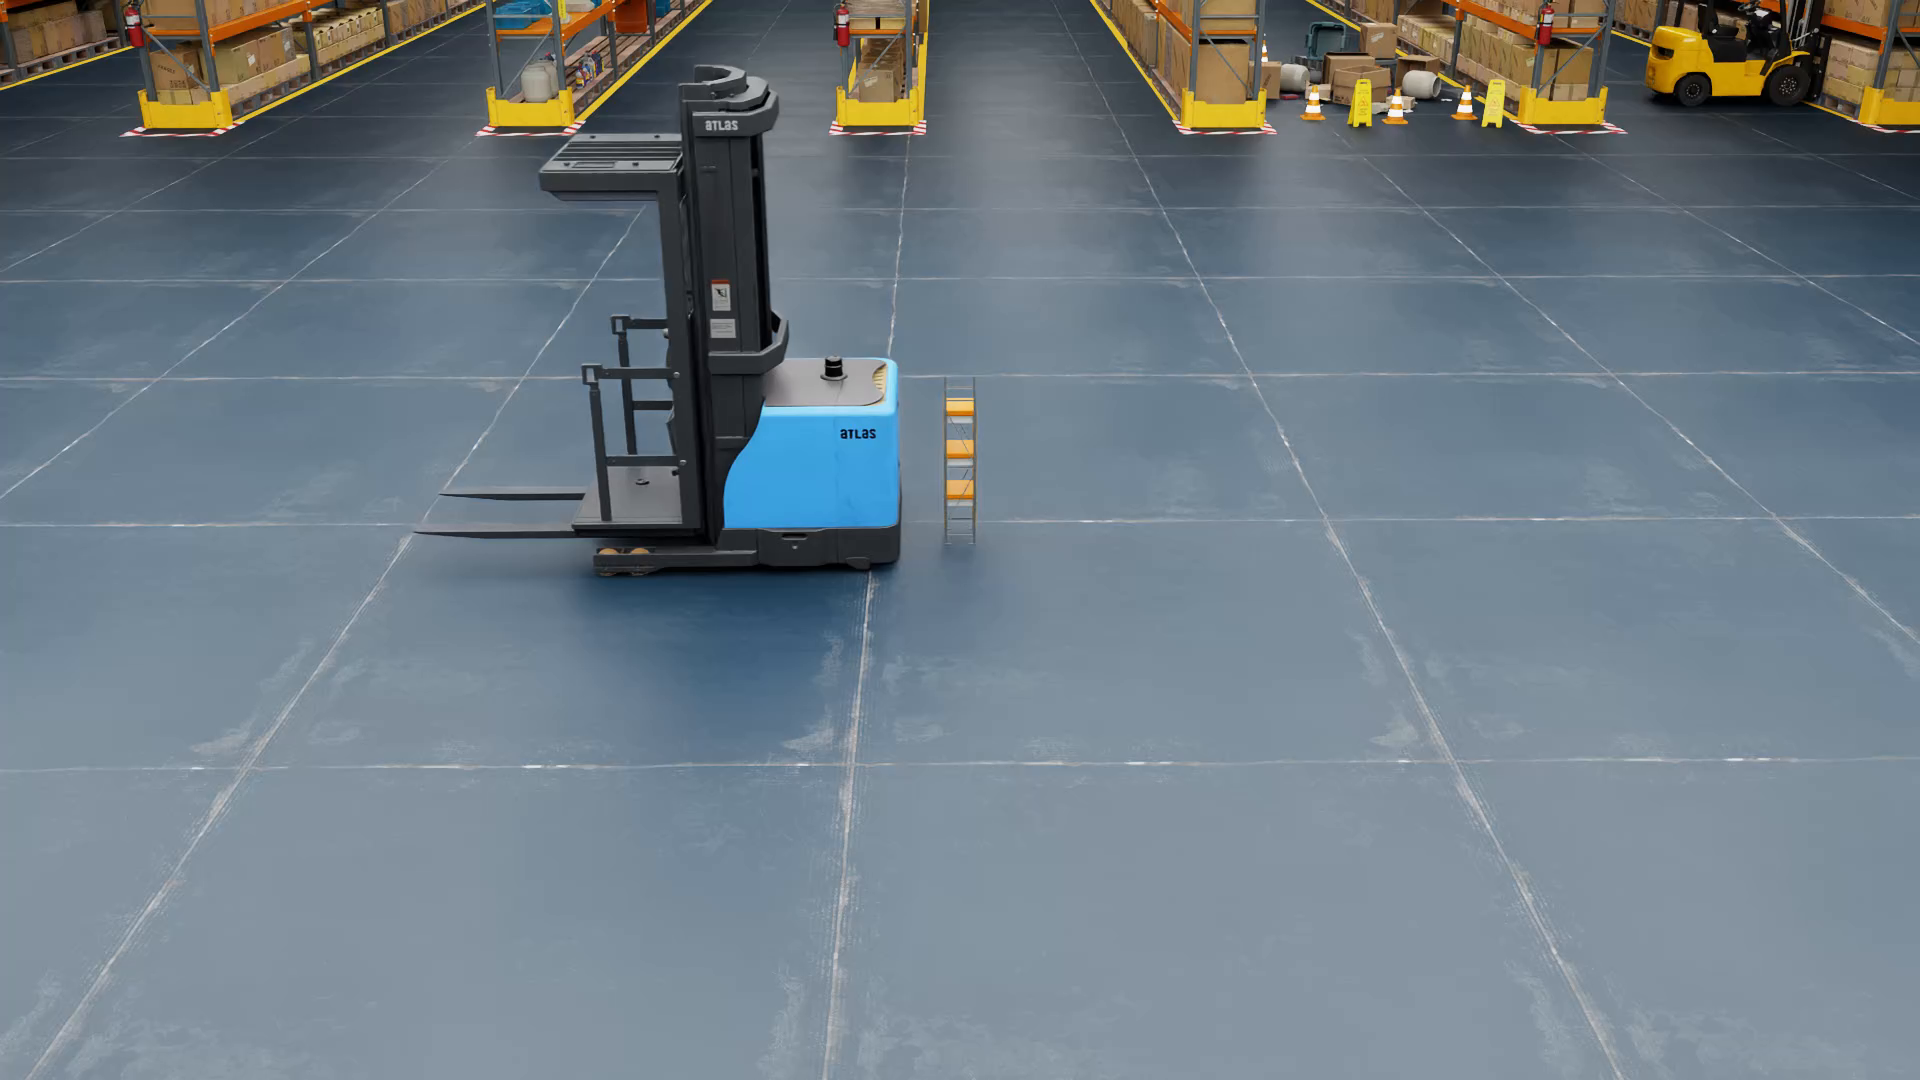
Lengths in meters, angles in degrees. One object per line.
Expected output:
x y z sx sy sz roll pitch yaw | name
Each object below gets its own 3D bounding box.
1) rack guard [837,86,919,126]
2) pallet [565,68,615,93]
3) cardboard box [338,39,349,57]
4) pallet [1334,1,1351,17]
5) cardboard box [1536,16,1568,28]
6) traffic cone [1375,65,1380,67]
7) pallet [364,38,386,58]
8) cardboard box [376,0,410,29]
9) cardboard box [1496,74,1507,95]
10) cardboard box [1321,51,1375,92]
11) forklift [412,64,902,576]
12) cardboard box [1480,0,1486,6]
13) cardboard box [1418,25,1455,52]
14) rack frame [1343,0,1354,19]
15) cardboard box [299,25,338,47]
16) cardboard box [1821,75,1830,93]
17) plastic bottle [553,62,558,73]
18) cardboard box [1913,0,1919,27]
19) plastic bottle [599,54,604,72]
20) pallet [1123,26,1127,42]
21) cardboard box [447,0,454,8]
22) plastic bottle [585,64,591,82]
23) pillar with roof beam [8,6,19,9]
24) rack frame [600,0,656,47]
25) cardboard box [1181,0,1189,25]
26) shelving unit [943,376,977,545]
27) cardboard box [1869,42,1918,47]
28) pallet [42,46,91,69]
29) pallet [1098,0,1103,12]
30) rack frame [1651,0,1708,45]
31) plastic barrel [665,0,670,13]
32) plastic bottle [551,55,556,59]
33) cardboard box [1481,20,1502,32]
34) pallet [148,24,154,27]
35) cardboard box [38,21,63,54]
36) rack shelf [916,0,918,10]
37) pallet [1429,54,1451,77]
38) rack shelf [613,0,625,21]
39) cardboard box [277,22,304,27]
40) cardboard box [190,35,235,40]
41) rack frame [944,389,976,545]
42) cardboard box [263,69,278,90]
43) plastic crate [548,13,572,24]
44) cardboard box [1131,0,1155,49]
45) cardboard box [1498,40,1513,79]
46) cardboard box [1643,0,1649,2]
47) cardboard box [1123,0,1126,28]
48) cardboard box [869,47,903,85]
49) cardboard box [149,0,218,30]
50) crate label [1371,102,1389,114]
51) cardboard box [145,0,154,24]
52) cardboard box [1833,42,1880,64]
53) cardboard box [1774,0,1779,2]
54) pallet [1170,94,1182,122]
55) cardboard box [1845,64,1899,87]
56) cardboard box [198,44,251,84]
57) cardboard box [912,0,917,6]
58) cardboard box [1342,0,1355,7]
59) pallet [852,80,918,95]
-1.182 -6.268 24.002 1.175 0.500 0.348 0 24 -1 | rack guard
-6.212 -7.454 26.975 1.003 0.211 1.213 0 24 -1 | pallet
-10.900 -8.511 28.755 0.500 0.250 0.500 -1 24 -2 | cardboard box
8.667 -11.408 35.717 1.003 0.211 1.213 0 24 -1 | pallet
8.510 -7.459 23.907 0.380 0.149 0.250 1 24 1 | cardboard box
7.271 -8.417 28.799 0.336 0.463 0.334 0 24 -1 | traffic cone
-11.204 -9.019 30.436 1.003 0.211 1.213 0 24 -1 | pallet
-10.905 -10.095 31.930 0.500 0.500 0.500 -1 24 -2 | cardboard box
8.453 -6.904 25.202 0.500 0.250 0.500 0 24 0 | cardboard box
6.159 -7.442 26.430 0.797 0.637 0.503 0 24 -1 | cardboard box
-1.897 -1.333 10.141 3.031 2.935 1.130 0 24 -1 | forklift
8.423 -8.507 26.225 0.380 0.149 0.250 0 24 1 | cardboard box
8.656 -8.861 29.382 0.950 0.372 0.625 1 24 1 | cardboard box
8.597 -12.365 34.449 1.000 3.000 0.127 0 24 -1 | rack frame
-10.886 -8.553 28.167 0.500 0.311 0.500 -1 24 -1 | cardboard box
13.378 -6.986 25.383 0.500 0.250 0.500 0 24 0 | cardboard box
-6.429 -7.385 26.209 0.152 0.276 0.135 0 24 -1 | plastic bottle
13.964 -7.695 24.002 0.500 0.500 0.500 1 24 1 | cardboard box
-5.842 -7.768 27.047 0.061 0.283 0.133 1 24 2 | plastic bottle
3.685 -9.704 31.950 1.003 0.211 1.213 0 24 -1 | pallet
-11.006 -11.427 35.104 0.500 0.311 0.500 0 24 -1 | cardboard box
-5.849 -7.325 26.083 0.097 0.271 0.097 0 24 0 | plastic bottle
-12.673 -12.818 28.172 9.100 9.000 0.400 0 24 -1 | pillar with roof beam
-6.221 -10.650 30.657 1.000 3.000 0.127 0 24 -1 | rack frame
3.703 -7.804 24.183 0.875 0.550 0.550 0 24 -1 | cardboard box
-0.001 -0.500 10.582 0.215 1.050 0.252 0 24 -1 | shelving unit
13.867 -7.243 24.738 0.500 0.250 0.500 0 24 0 | cardboard box
-16.110 -8.511 29.313 1.003 0.211 1.213 0 24 -1 | pallet
3.590 -11.811 36.608 1.003 0.211 1.213 0 24 -1 | pallet
13.604 -10.740 30.858 1.000 3.000 0.127 0 24 -1 | rack frame
-6.276 -11.309 34.152 0.600 0.901 0.708 0 24 -1 | plastic barrel
-6.581 -7.695 26.894 0.152 0.276 0.135 1 24 1 | plastic bottle
8.376 -8.025 25.984 0.380 0.149 0.250 1 24 2 | cardboard box
-16.071 -10.161 32.961 1.003 0.211 1.213 0 24 -1 | pallet
-16.129 -8.745 28.945 0.700 0.500 0.500 0 24 0 | cardboard box
-1.246 -9.520 29.032 1.077 0.370 4.000 0 24 -1 | rack shelf
8.675 -8.119 28.445 1.003 0.211 1.213 0 24 -1 | pallet
-6.199 -9.498 28.983 1.077 0.370 4.000 0 24 -1 | rack shelf
-11.437 -8.760 28.626 0.500 0.311 0.500 0 24 -1 | cardboard box
-11.420 -7.450 25.500 0.500 0.500 0.500 0 24 -1 | cardboard box
0.001 -0.450 10.471 0.200 1.050 0.008 0 24 -1 | rack frame
-10.885 -7.111 25.660 0.500 0.250 0.500 0 24 -1 | cardboard box
-5.822 -7.603 24.241 0.298 0.136 0.250 0 24 -1 | plastic crate
3.622 -9.207 29.689 1.050 0.750 0.750 0 24 0 | cardboard box
8.450 -7.244 25.045 0.500 0.500 0.500 1 24 1 | cardboard box
13.312 -10.403 31.848 0.380 0.149 0.250 -1 24 -3 | cardboard box
3.422 -10.189 32.162 0.500 0.500 0.500 1 24 2 | cardboard box
-1.161 -7.420 26.039 0.500 0.500 0.500 -2 24 -5 | cardboard box
-11.079 -7.571 23.728 0.700 0.500 0.500 0 24 -1 | cardboard box
6.257 -6.466 24.880 0.250 0.136 0.298 -14 28 -28 | crate label
-16.007 -10.482 32.385 0.750 0.750 0.750 0 24 -1 | cardboard box
13.363 -7.237 24.725 0.500 0.250 0.500 0 24 0 | cardboard box
13.392 -8.954 26.786 0.500 0.500 0.500 -1 24 -2 | cardboard box
3.693 -6.415 24.677 1.003 0.211 1.213 0 24 -1 | pallet
13.374 -6.809 24.386 0.500 0.250 0.500 -1 24 -1 | cardboard box
-10.878 -7.041 24.595 0.500 0.500 0.500 0 24 -1 | cardboard box
-0.878 -8.513 26.238 0.380 0.149 0.250 0 24 -1 | cardboard box
8.698 -11.648 35.464 0.875 0.438 0.875 -1 24 -1 | cardboard box
-1.166 -6.973 25.911 1.003 0.211 1.213 0 24 -1 | pallet
